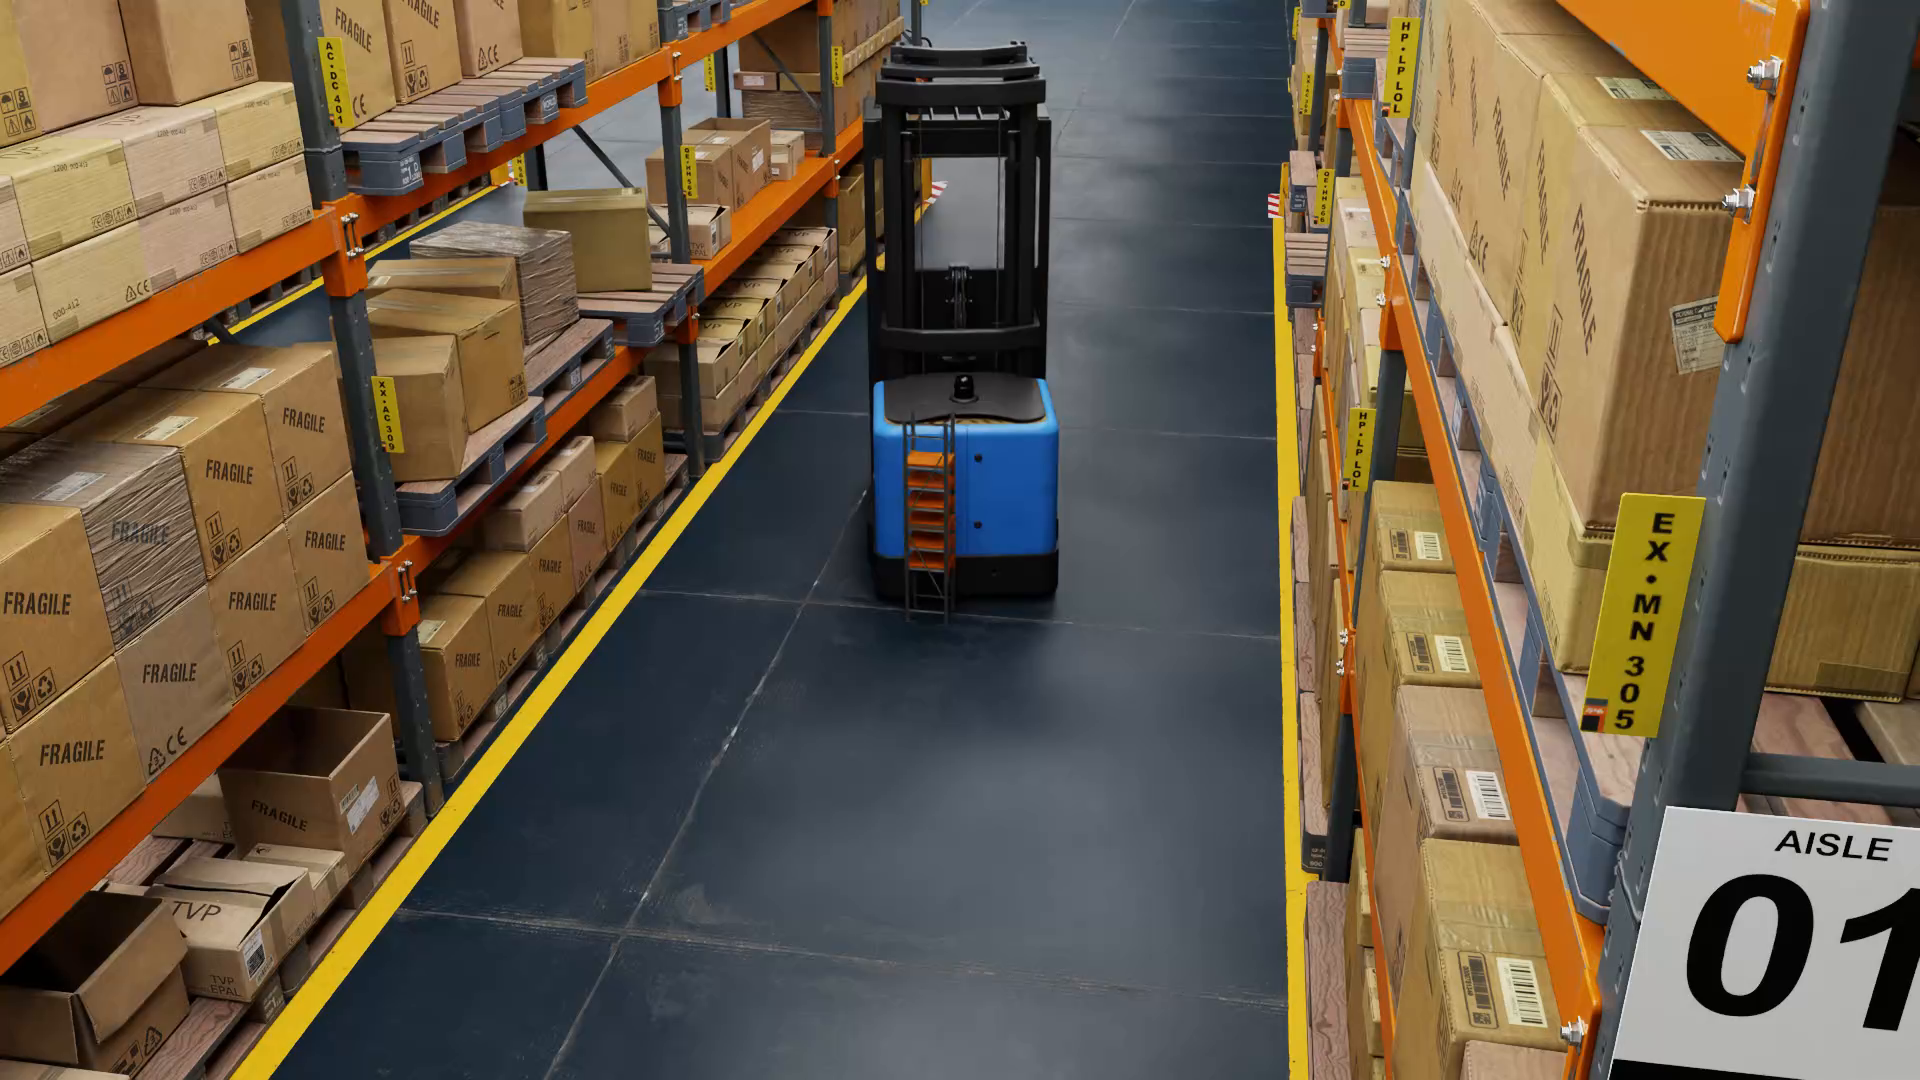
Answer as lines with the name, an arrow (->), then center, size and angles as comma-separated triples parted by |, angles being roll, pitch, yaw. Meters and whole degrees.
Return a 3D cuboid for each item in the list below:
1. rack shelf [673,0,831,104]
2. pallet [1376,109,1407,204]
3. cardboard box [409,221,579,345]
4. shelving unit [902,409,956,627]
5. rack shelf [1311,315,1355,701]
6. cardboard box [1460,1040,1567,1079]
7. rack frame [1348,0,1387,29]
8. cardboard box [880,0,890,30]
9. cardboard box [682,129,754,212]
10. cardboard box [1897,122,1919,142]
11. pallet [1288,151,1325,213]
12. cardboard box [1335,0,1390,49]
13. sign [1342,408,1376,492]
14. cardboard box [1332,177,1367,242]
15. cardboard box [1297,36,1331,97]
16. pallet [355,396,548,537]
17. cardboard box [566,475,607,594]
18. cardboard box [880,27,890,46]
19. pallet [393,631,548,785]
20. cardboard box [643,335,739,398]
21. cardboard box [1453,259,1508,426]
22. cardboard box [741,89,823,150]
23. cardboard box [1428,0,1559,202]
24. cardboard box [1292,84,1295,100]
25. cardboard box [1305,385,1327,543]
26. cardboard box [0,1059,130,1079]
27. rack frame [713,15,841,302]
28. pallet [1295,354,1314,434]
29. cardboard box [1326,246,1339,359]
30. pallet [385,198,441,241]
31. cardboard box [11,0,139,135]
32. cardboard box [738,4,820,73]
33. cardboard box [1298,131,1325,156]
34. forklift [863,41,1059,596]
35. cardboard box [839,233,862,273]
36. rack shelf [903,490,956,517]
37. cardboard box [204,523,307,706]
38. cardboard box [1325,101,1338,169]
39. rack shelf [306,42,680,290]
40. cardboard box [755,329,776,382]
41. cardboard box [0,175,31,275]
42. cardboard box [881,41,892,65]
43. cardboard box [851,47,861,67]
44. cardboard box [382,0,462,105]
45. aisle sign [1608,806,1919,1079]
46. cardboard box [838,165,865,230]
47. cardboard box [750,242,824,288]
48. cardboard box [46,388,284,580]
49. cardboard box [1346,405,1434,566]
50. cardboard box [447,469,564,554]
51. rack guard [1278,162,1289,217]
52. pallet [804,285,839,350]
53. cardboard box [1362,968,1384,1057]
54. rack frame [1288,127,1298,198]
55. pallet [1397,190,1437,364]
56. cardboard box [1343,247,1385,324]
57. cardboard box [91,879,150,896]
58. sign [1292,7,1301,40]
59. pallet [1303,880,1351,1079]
rack shelf -> -1.892, -3.694, 11.913 | 1.077, 0.370, 4.000 | 4, 25, 9
pallet -> 2.117, -1.469, 6.537 | 0.805, 0.209, 1.217 | 3, 25, 6
cardboard box -> -2.548, -1.419, 9.131 | 0.700, 0.500, 0.500 | 9, 27, 18
shelving unit -> -0.165, -0.112, 9.074 | 0.258, 1.200, 0.189 | 5, 26, 11
rack shelf -> 2.342, -0.321, 8.245 | 1.077, 0.370, 4.000 | 4, 25, 9
cardboard box -> 1.435, 1.513, 3.125 | 0.980, 0.700, 0.700 | 5, 26, 11
rack frame -> 2.669, -4.200, 8.608 | 1.000, 3.000, 0.127 | 4, 25, 9
cardboard box -> -1.089, -5.366, 16.528 | 0.700, 0.500, 0.500 | 3, 25, 7
cardboard box -> -1.874, -2.793, 12.560 | 0.500, 0.500, 0.500 | 4, 25, 9
cardboard box -> 1.813, -0.512, 2.946 | 0.500, 0.500, 0.500 | 4, 25, 8
pallet -> 3.054, -2.759, 12.833 | 1.003, 0.211, 1.213 | 4, 25, 9
cardboard box -> 2.520, -3.130, 9.942 | 0.500, 0.311, 0.500 | 4, 25, 9
sign -> 1.478, -0.332, 6.148 | 0.100, 0.325, 0.005 | 4, 25, 9
cardboard box -> 2.336, -1.827, 9.239 | 0.500, 0.250, 0.500 | 5, 25, 10
cardboard box -> 3.348, -4.292, 15.150 | 0.500, 0.500, 0.500 | 5, 26, 10
pallet -> -2.634, -0.391, 7.774 | 1.003, 0.211, 1.213 | 4, 25, 9
cardboard box -> -2.304, -0.048, 9.244 | 0.500, 0.500, 0.500 | 3, 25, 7
cardboard box -> -0.912, -5.015, 16.542 | 0.380, 0.149, 0.250 | 4, 25, 9
pallet -> -2.777, 0.769, 8.359 | 1.003, 0.211, 1.213 | 4, 25, 9
cardboard box -> -1.843, -1.222, 11.409 | 0.500, 0.311, 0.500 | 5, 26, 10
cardboard box -> 1.384, -0.423, 3.642 | 0.500, 0.250, 0.500 | 3, 25, 7
cardboard box -> -1.499, -3.729, 14.560 | 0.700, 0.500, 0.500 | 3, 25, 7
cardboard box -> 1.544, -1.181, 4.377 | 0.500, 0.500, 0.500 | 3, 25, 7
cardboard box -> 3.513, -4.370, 16.200 | 0.500, 0.250, 0.500 | 3, 25, 7
cardboard box -> 2.420, -0.401, 9.609 | 0.750, 0.750, 0.750 | 4, 25, 8
cardboard box -> -2.994, 1.942, 5.288 | 0.500, 0.250, 0.500 | 4, 25, 9
rack frame -> -1.565, -3.497, 14.184 | 1.000, 3.000, 0.127 | 4, 25, 9
pallet -> 3.000, -1.055, 12.256 | 1.003, 0.211, 1.213 | 4, 25, 9
cardboard box -> 2.242, -1.268, 8.928 | 0.500, 0.500, 0.500 | 5, 26, 10
pallet -> -6.103, -3.369, 17.198 | 1.003, 0.211, 1.213 | 4, 25, 9
cardboard box -> -3.136, -1.603, 5.300 | 0.700, 0.500, 0.500 | 4, 25, 9
cardboard box -> -1.499, -4.316, 14.285 | 0.700, 0.500, 0.500 | 4, 25, 9
cardboard box -> 3.101, -3.316, 13.949 | 0.500, 0.250, 0.500 | 4, 25, 9
forklift -> -0.029, -1.596, 10.202 | 1.130, 2.935, 3.031 | -1, 25, -2
cardboard box -> -1.190, -2.615, 15.047 | 0.500, 0.250, 0.500 | 4, 25, 9
rack shelf -> -0.165, -0.180, 9.042 | 0.258, 0.103, 0.180 | 5, 26, 11
cardboard box -> -2.784, 0.246, 6.069 | 0.500, 0.500, 0.500 | 5, 25, 10
cardboard box -> 3.108, -2.957, 12.391 | 0.700, 0.500, 0.500 | 7, 26, 14
rack shelf -> -2.545, -2.021, 8.339 | 1.077, 0.370, 4.000 | 4, 25, 9
cardboard box -> -1.683, -1.396, 12.443 | 0.500, 0.250, 0.500 | 3, 25, 7
cardboard box -> -2.935, -0.819, 4.511 | 0.500, 0.250, 0.500 | 4, 25, 9
cardboard box -> -1.081, -4.801, 16.851 | 0.700, 0.500, 0.500 | 5, 25, 10
cardboard box -> -1.123, -4.475, 15.388 | 0.380, 0.149, 0.250 | 3, 25, 7
cardboard box -> -2.630, -2.277, 7.308 | 0.600, 0.600, 0.600 | 4, 25, 8
aisle sign -> 1.054, 0.695, 2.160 | 0.394, 0.787, 0.004 | 4, 25, 9
cardboard box -> -1.106, -3.164, 15.334 | 0.500, 0.500, 0.500 | 4, 25, 9
cardboard box -> -1.427, -2.289, 13.688 | 0.500, 0.311, 0.500 | 5, 25, 10
cardboard box -> -2.781, -0.206, 5.854 | 0.500, 0.500, 0.500 | 4, 25, 8
cardboard box -> 1.842, -0.209, 6.667 | 0.500, 0.500, 0.500 | 4, 25, 8
cardboard box -> -2.389, -0.162, 8.603 | 0.500, 0.250, 0.500 | 4, 25, 9
rack guard -> 3.964, -3.665, 17.490 | 1.175, 0.500, 0.348 | 4, 25, 9
pallet -> -1.647, -1.924, 14.111 | 1.003, 0.211, 1.213 | 4, 25, 9
cardboard box -> 1.471, 1.493, 5.211 | 0.380, 0.149, 0.250 | 3, 25, 7
rack frame -> 3.977, -4.829, 17.028 | 1.000, 3.000, 0.127 | 4, 25, 9
pallet -> 1.871, -0.787, 4.959 | 1.003, 0.211, 1.213 | 4, 25, 9
cardboard box -> 2.098, -1.191, 7.880 | 0.500, 0.250, 0.500 | 4, 25, 7
cardboard box -> -3.286, 1.455, 6.425 | 0.380, 0.166, 0.250 | 4, 25, 9
sign -> 3.441, -5.258, 16.924 | 0.100, 0.325, 0.005 | 4, 25, 9
pallet -> 1.814, 1.766, 6.229 | 1.003, 0.211, 1.213 | 4, 25, 9
